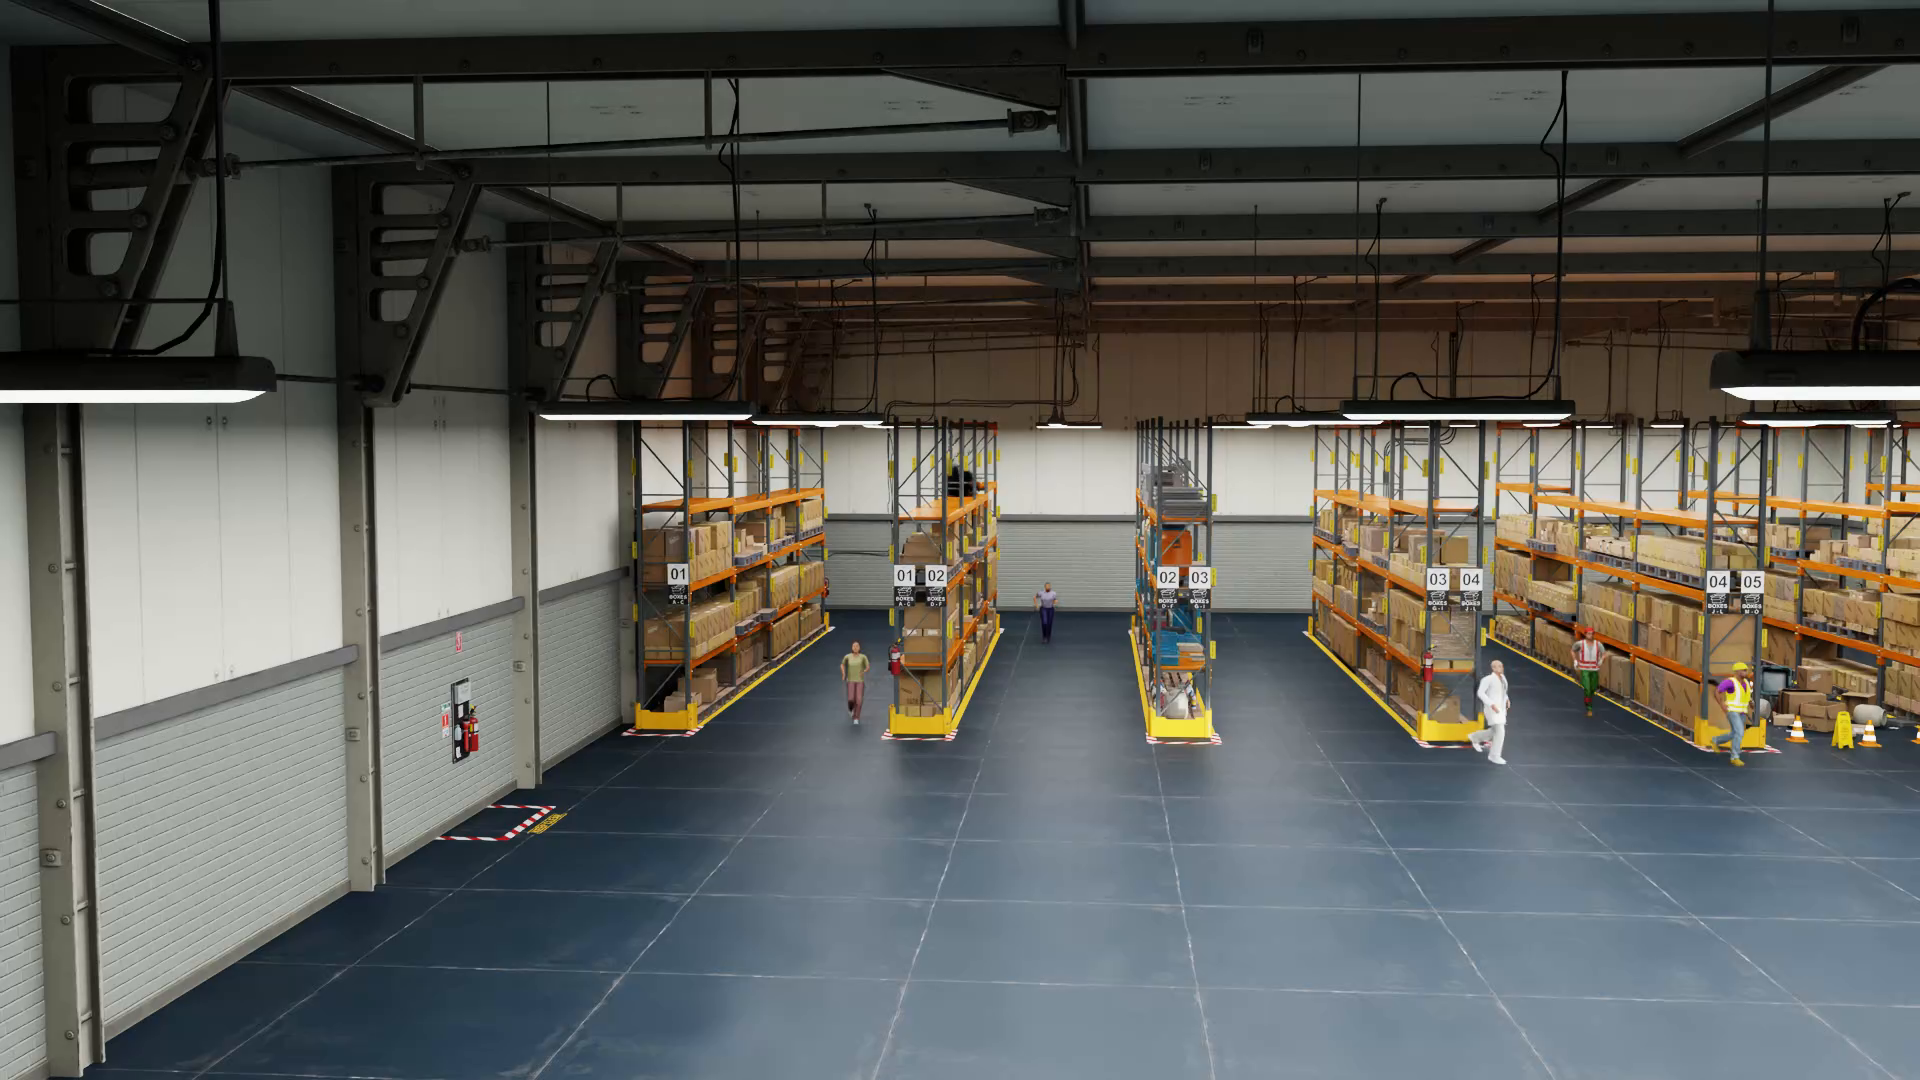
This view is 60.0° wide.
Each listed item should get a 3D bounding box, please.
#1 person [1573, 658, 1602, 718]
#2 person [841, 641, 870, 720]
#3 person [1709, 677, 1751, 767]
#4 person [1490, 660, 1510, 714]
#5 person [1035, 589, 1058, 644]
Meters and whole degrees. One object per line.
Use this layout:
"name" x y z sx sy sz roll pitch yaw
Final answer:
"person" 12.663 2.964 33.643 0.508 1.136 0.863 0 4 7
"person" -2.046 2.757 32.521 0.573 1.573 0.517 0 4 -4
"person" 13.409 3.117 28.848 0.507 1.480 0.831 -2 4 -28
"person" 9.312 2.532 28.831 0.673 0.903 0.363 -3 5 -41
"person" 2.355 2.077 45.050 0.589 1.461 0.731 -1 4 -10
